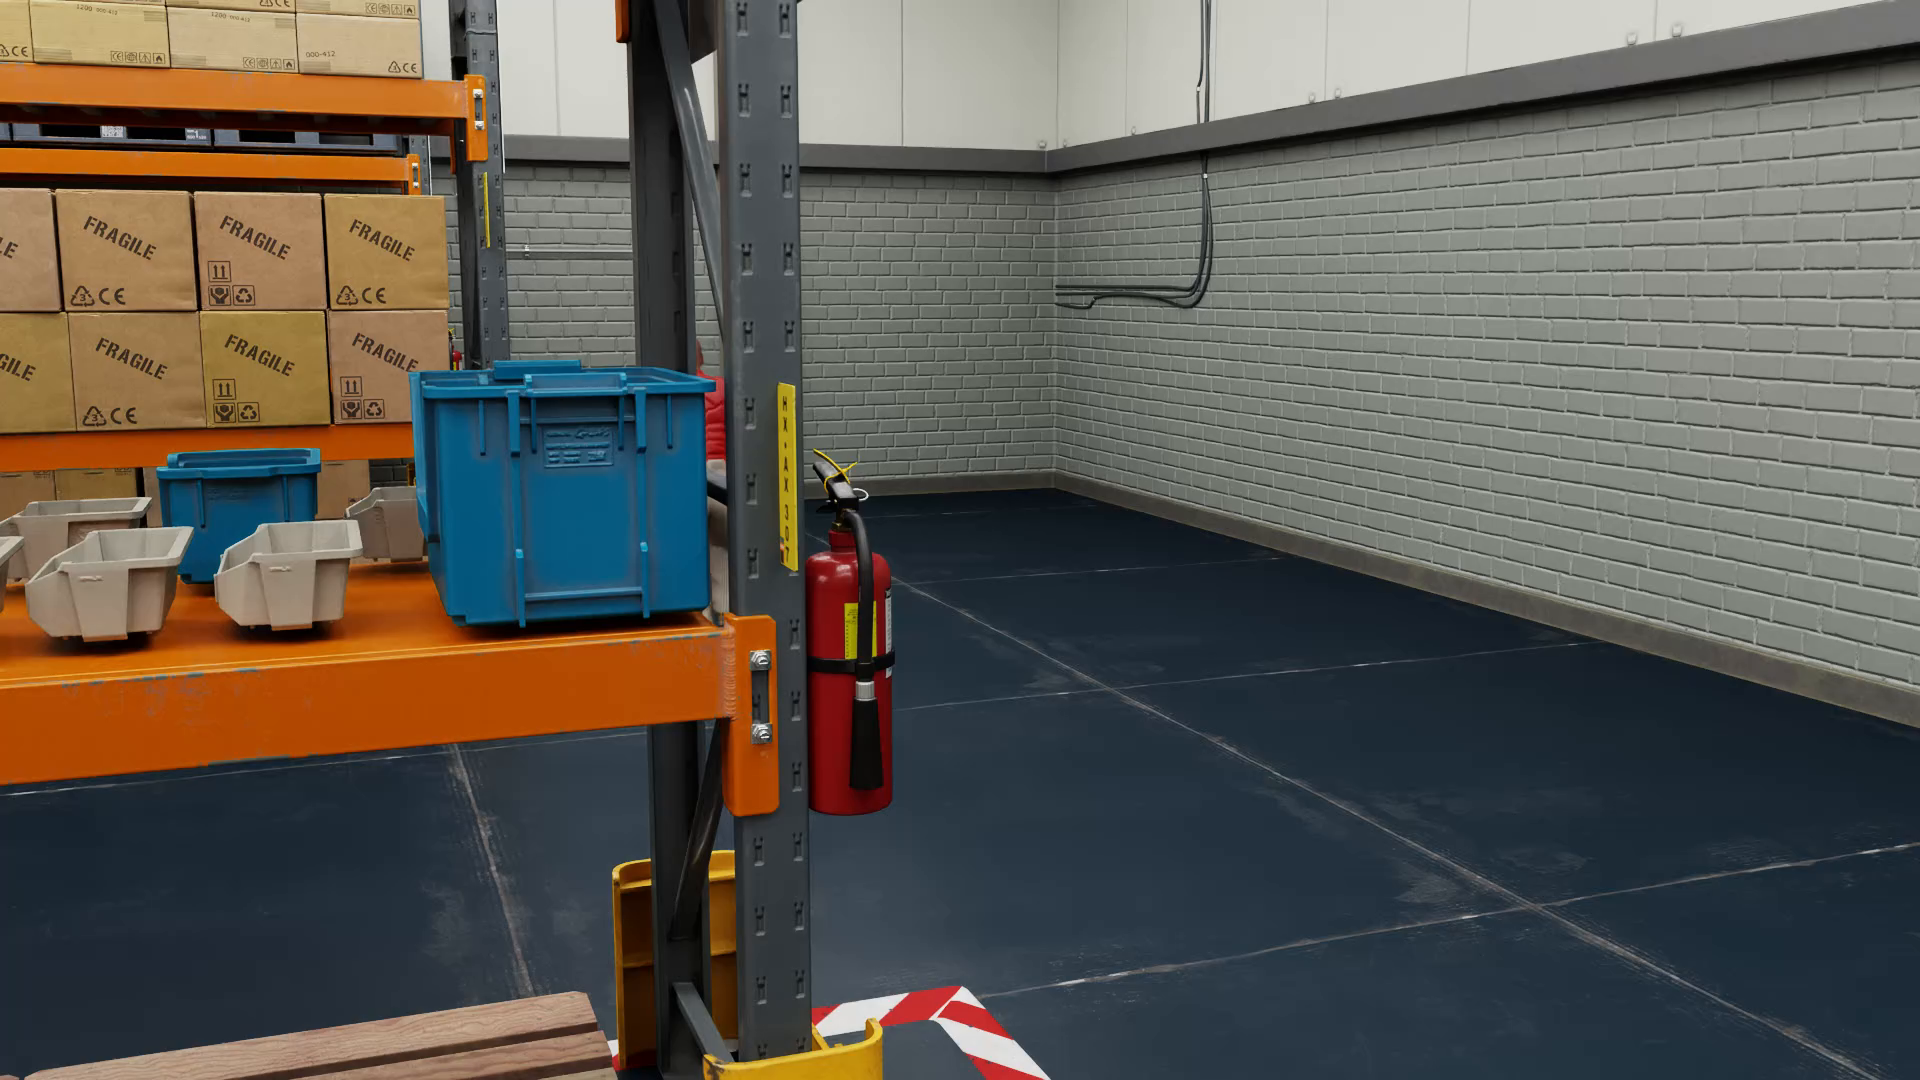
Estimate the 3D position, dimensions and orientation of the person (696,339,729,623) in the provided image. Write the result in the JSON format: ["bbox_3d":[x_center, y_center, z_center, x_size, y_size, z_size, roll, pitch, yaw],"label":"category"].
[{"bbox_3d":[-1.341,-0.277,8.621,0.663,1.549,0.910,-5,10,-27],"label":"person"}]
